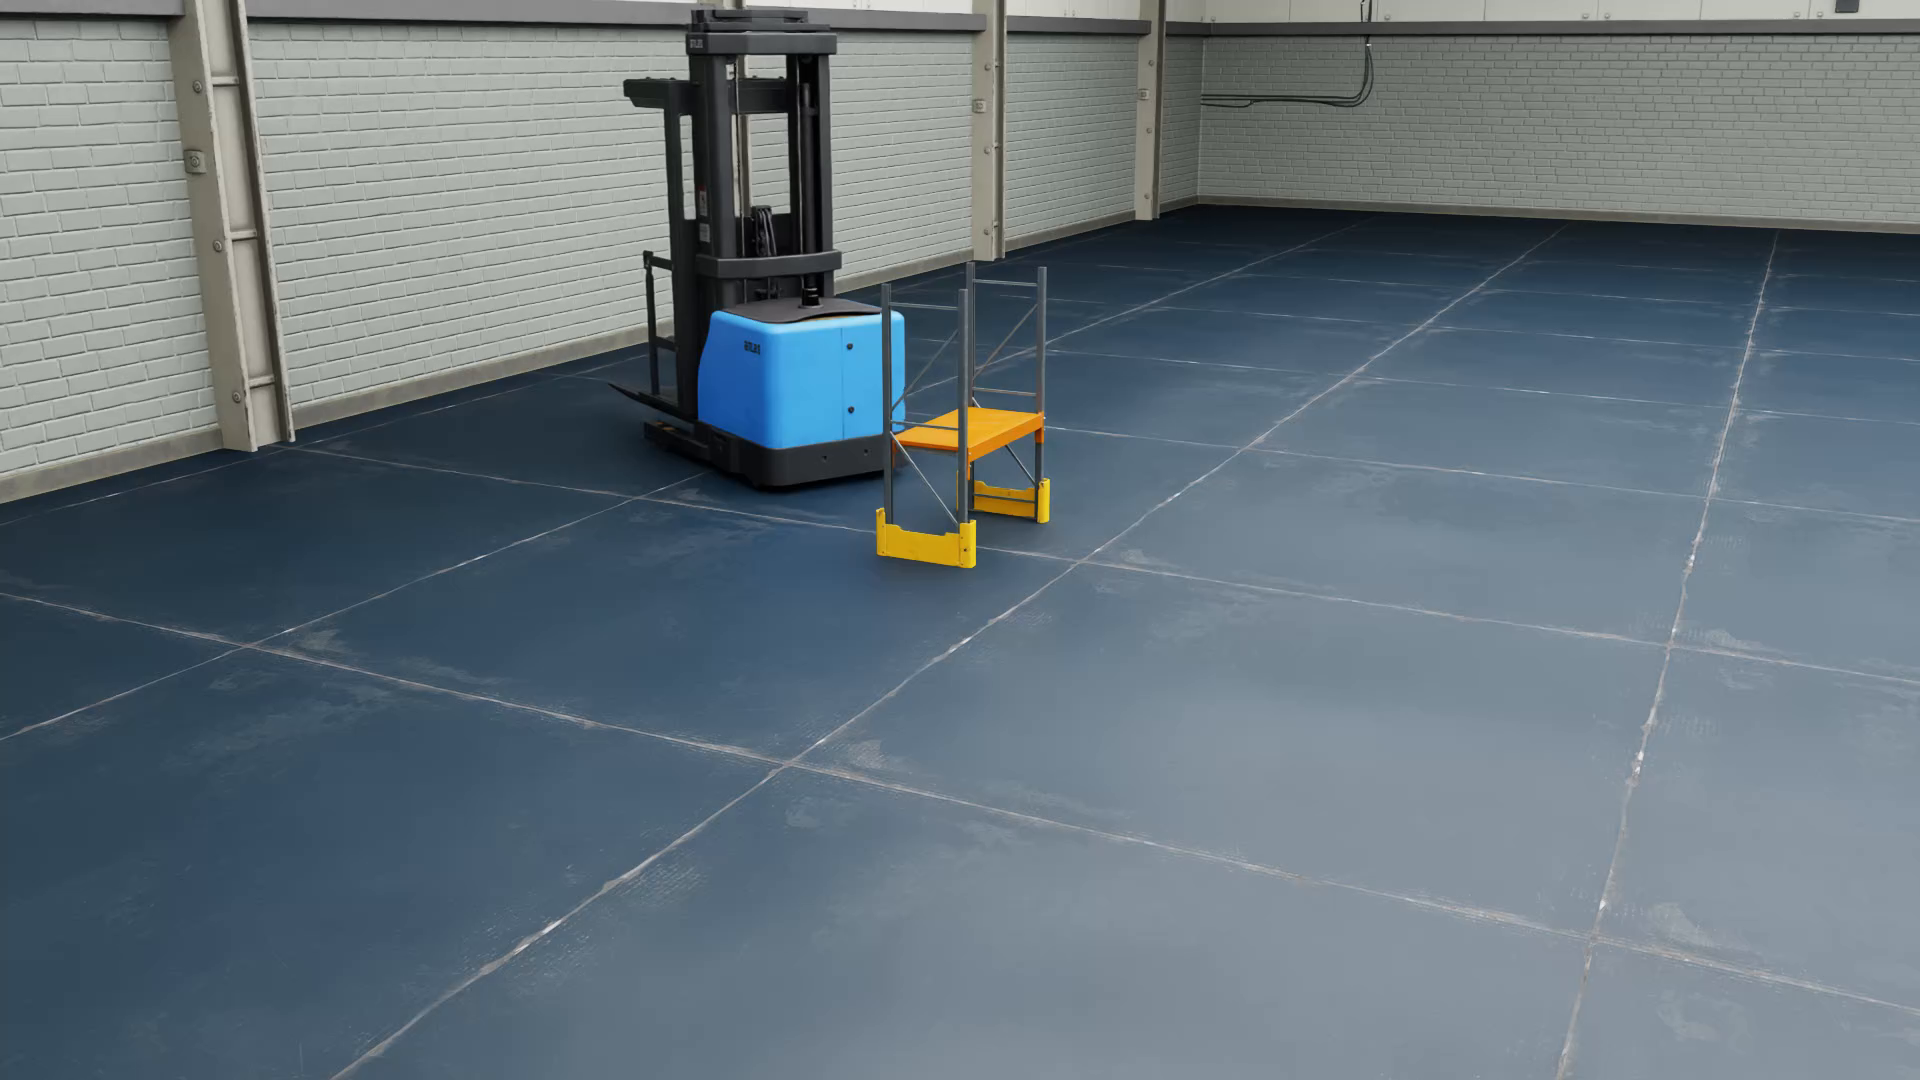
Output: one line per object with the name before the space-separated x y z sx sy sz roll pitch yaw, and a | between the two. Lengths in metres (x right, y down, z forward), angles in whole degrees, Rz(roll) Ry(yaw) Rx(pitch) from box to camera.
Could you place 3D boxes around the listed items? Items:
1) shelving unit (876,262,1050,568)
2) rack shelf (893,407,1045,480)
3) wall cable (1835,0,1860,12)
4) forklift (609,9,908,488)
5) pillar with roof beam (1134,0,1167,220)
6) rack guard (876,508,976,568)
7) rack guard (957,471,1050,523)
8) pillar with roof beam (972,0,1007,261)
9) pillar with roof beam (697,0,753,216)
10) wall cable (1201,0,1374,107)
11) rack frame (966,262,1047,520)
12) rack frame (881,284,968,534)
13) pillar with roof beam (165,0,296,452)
shelving unit | 0.034 -0.738 9.376 0.587 1.500 1.083 8 18 25
rack shelf | 0.038 -0.568 9.435 0.538 0.185 1.000 8 18 25
wall cable | 14.041 -10.583 23.378 2.305 6.003 0.169 8 18 25
forklift | -1.585 -2.101 11.451 1.130 2.935 3.031 -11 20 -33
pillar with roof beam | 6.907 -9.035 24.138 9.100 9.000 0.400 8 18 25
rack guard | -0.188 -0.012 9.127 0.587 0.250 0.087 8 18 25
rack guard | 0.257 -0.266 9.981 0.587 0.250 0.087 8 18 25
pillar with roof beam | 4.226 -7.506 18.992 9.100 9.000 0.400 8 18 25
pillar with roof beam | 1.545 -5.978 13.847 9.100 9.000 0.400 8 18 25
wall cable | 5.555 -8.676 28.384 3.097 2.526 0.112 8 18 25
rack frame | 0.265 -0.870 9.820 0.500 1.500 0.032 8 18 25
rack frame | -0.189 -0.611 8.948 0.500 1.500 0.032 8 18 25
pillar with roof beam | -1.136 -4.450 8.701 9.100 9.000 0.400 8 18 25
